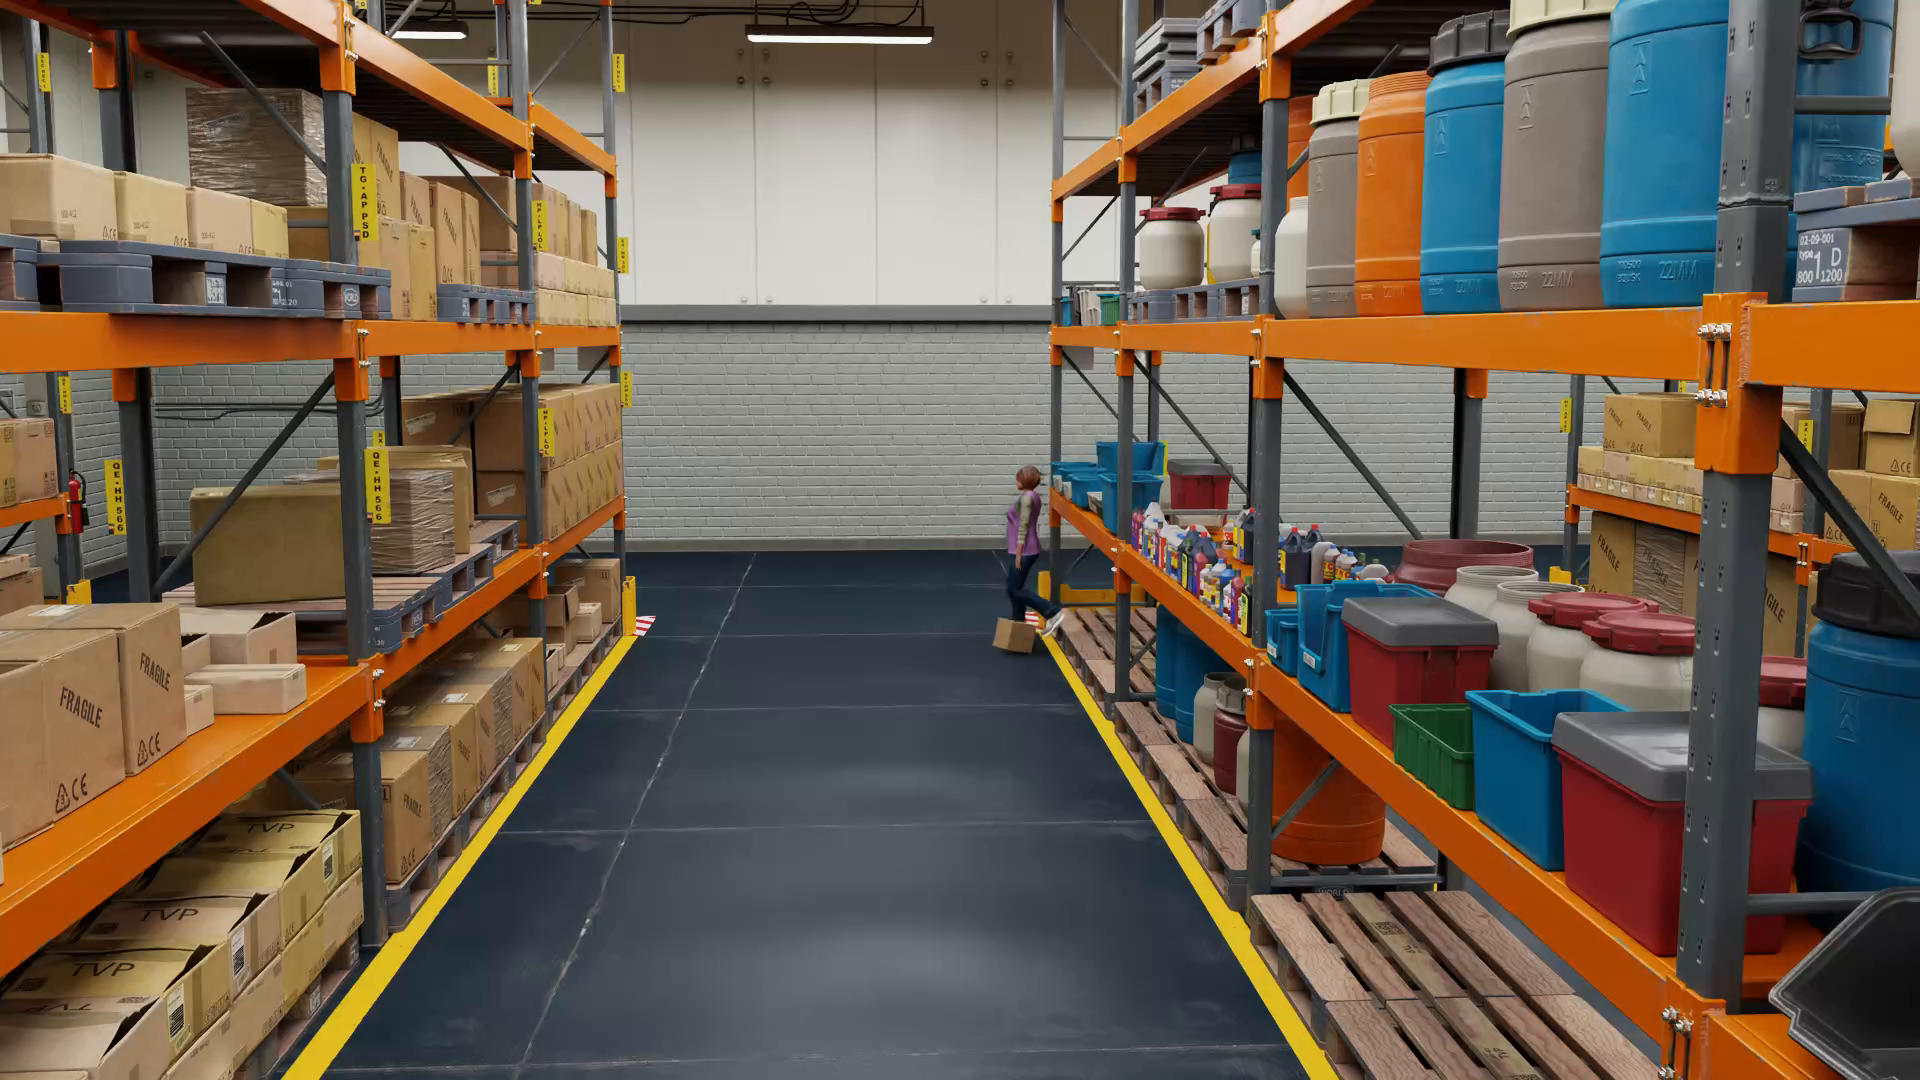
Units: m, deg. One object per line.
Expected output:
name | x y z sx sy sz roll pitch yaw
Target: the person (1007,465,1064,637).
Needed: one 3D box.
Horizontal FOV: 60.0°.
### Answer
person | 0.615 0.133 14.655 0.638 1.572 0.425 2 7 13
